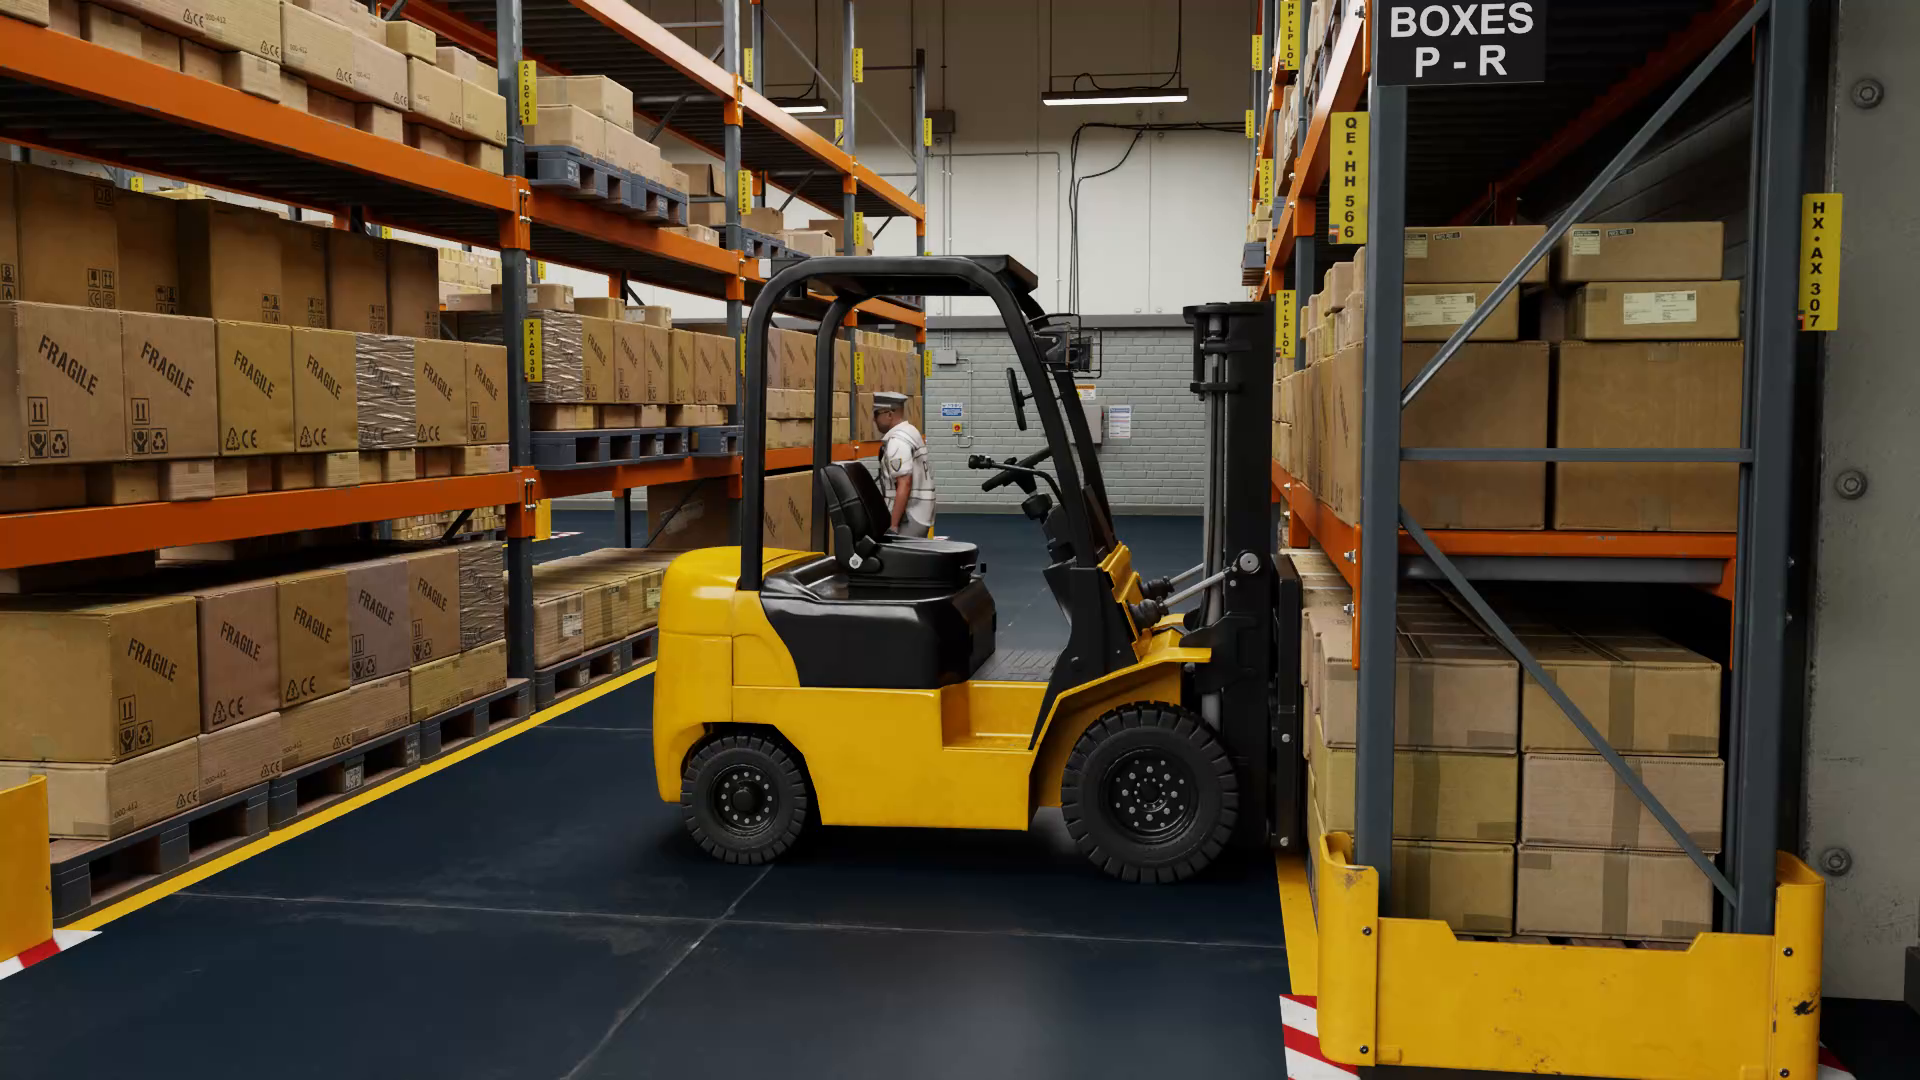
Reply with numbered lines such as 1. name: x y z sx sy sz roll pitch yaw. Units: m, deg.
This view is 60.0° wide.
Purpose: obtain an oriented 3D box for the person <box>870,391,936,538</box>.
1. person: -0.383 -0.120 11.141 0.437 1.747 0.602 0 4 5
